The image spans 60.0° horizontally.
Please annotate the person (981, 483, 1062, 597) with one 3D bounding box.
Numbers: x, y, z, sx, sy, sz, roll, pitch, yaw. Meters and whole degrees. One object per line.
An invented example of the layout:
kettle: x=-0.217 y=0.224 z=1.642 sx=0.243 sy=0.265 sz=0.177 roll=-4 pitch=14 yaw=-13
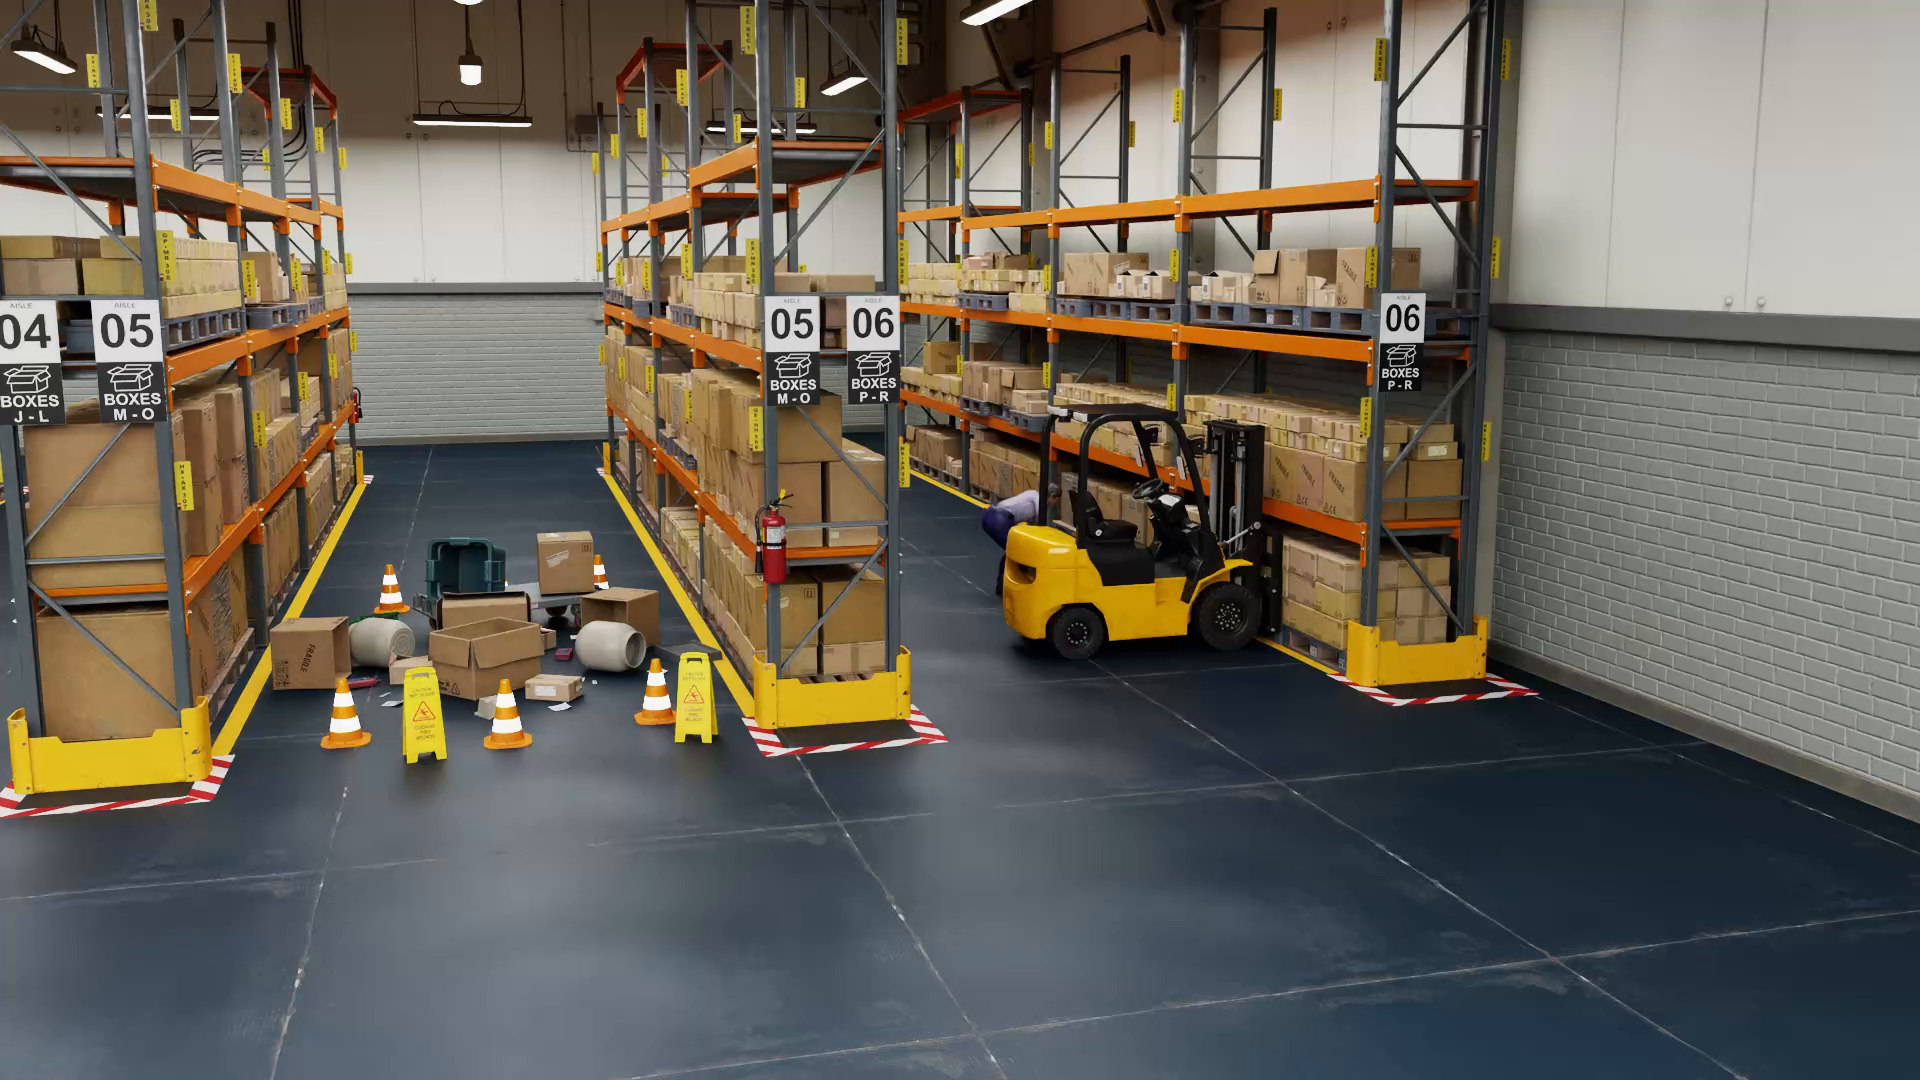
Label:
person: x=0.660 y=0.003 z=17.381 sx=0.865 sy=1.172 sz=0.469 roll=-3 pitch=10 yaw=-18
